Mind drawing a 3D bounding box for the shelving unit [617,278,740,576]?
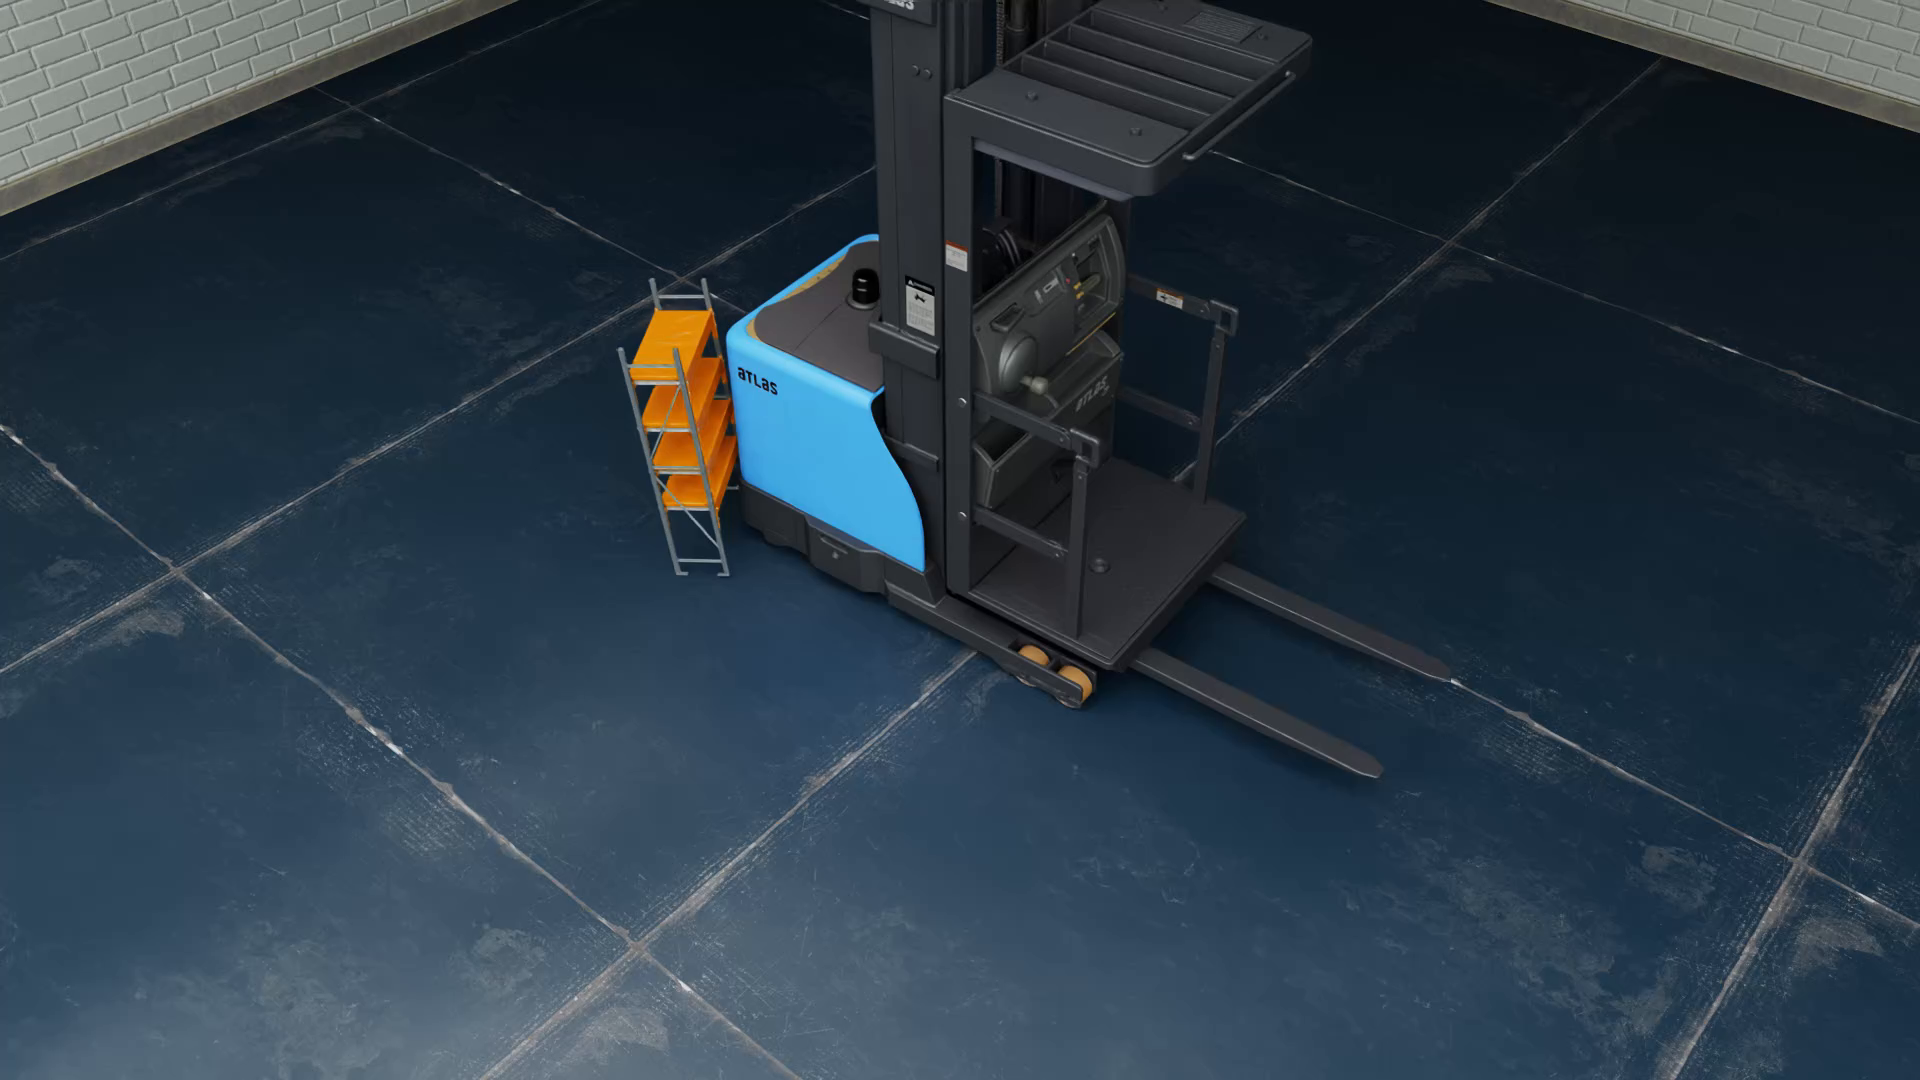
[{"bbox_3d":[-1.138,-0.459,7.031,0.258,1.200,0.503,1,42,8],"label":"shelving unit"}]

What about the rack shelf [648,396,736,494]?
[{"bbox_3d":[-1.133,-0.409,7.076,0.258,0.148,0.480,1,42,8],"label":"rack shelf"}]

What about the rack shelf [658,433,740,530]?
[{"bbox_3d":[-1.117,-0.261,7.207,0.258,0.148,0.480,1,42,8],"label":"rack shelf"}]

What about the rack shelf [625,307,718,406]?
[{"bbox_3d":[-1.169,-0.751,6.770,0.258,0.148,0.480,1,42,8],"label":"rack shelf"}]

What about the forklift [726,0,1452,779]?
[{"bbox_3d":[0.515,-0.822,6.157,3.031,2.935,1.130,26,48,26],"label":"forklift"}]

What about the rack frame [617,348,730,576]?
[{"bbox_3d":[-1.166,-0.296,6.851,0.240,1.200,0.015,1,42,8],"label":"rack frame"}]

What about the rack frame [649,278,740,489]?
[{"bbox_3d":[-1.110,-0.622,7.210,0.240,1.200,0.015,1,42,8],"label":"rack frame"}]

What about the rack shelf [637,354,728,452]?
[{"bbox_3d":[-1.150,-0.575,6.927,0.258,0.148,0.480,1,42,8],"label":"rack shelf"}]
